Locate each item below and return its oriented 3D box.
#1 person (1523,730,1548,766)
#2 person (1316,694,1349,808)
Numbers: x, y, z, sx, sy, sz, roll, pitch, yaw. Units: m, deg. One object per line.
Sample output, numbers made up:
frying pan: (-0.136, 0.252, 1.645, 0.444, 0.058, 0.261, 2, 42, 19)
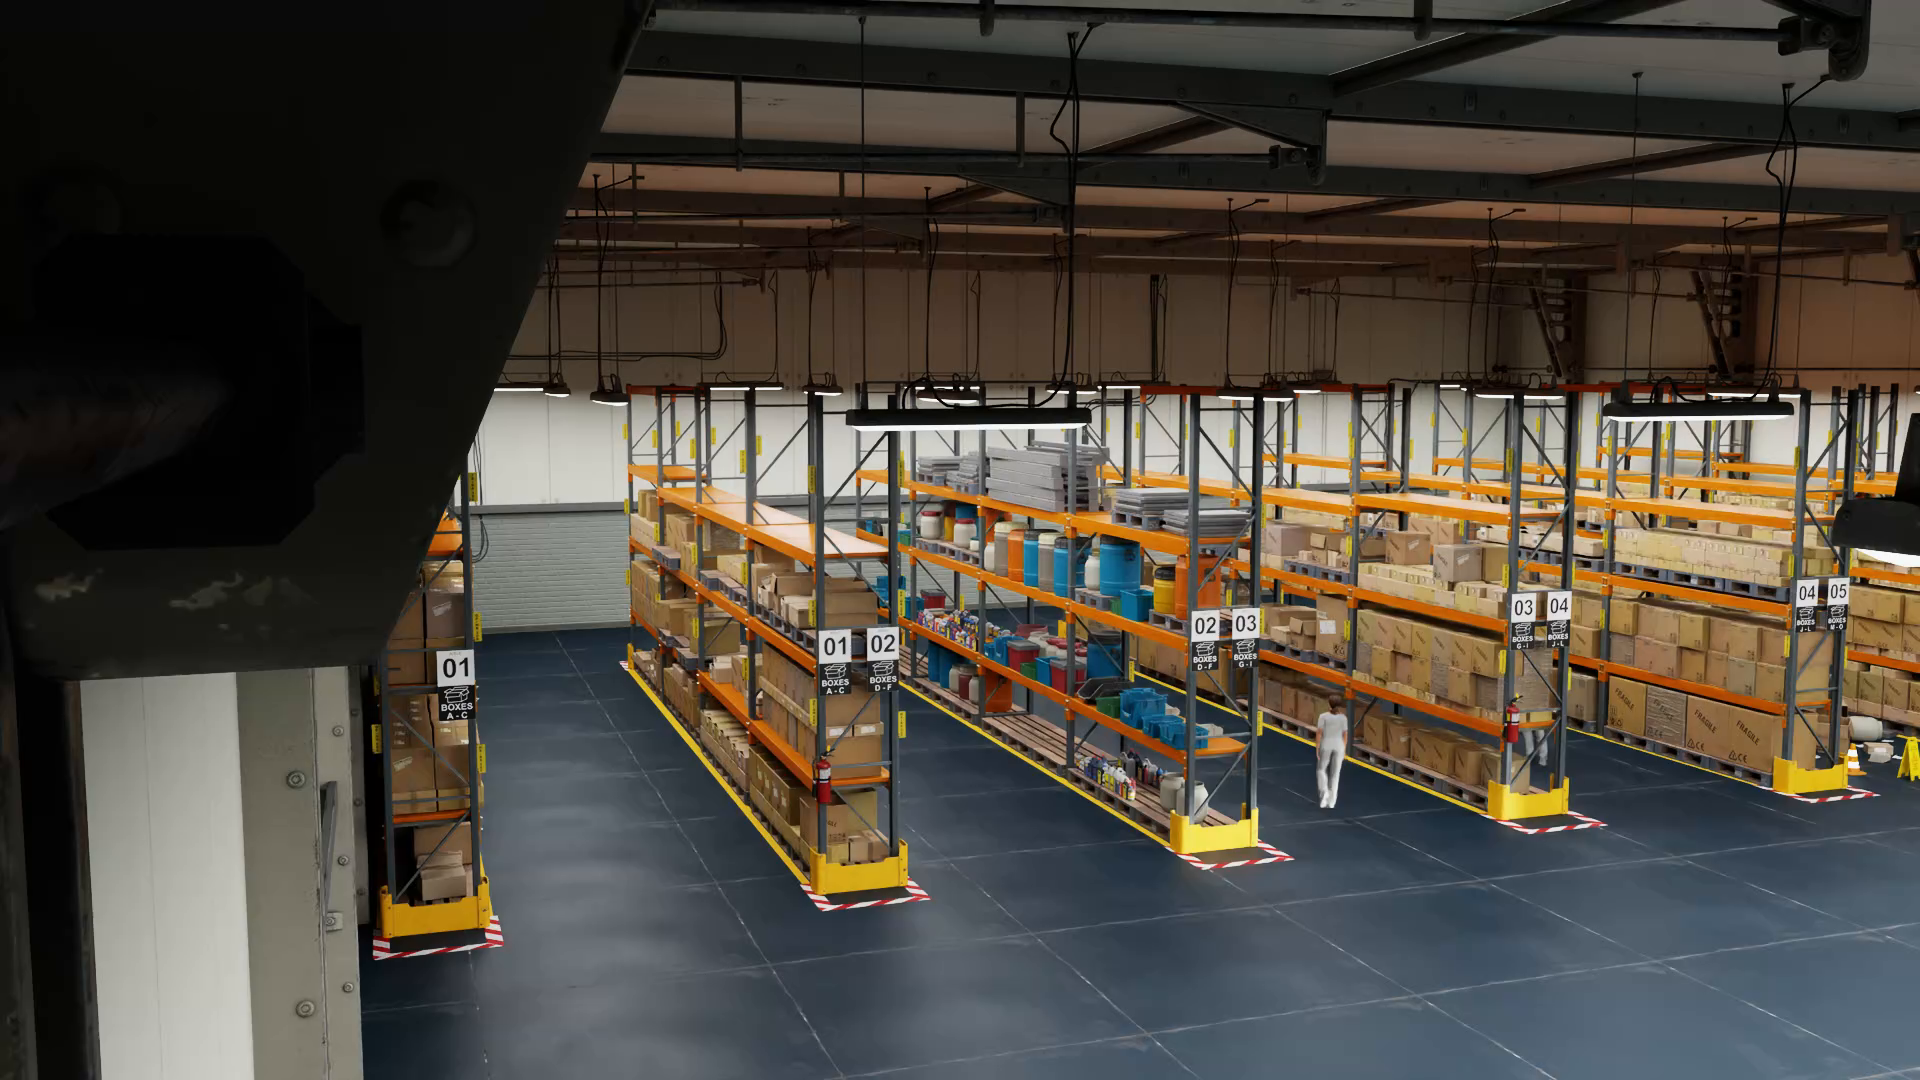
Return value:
person: (9.258, 2.752, 26.812, 0.392, 1.705, 0.613, -5, 8, -40)
person: (5.327, 3.032, 23.823, 0.453, 1.662, 0.525, 1, 6, 13)
